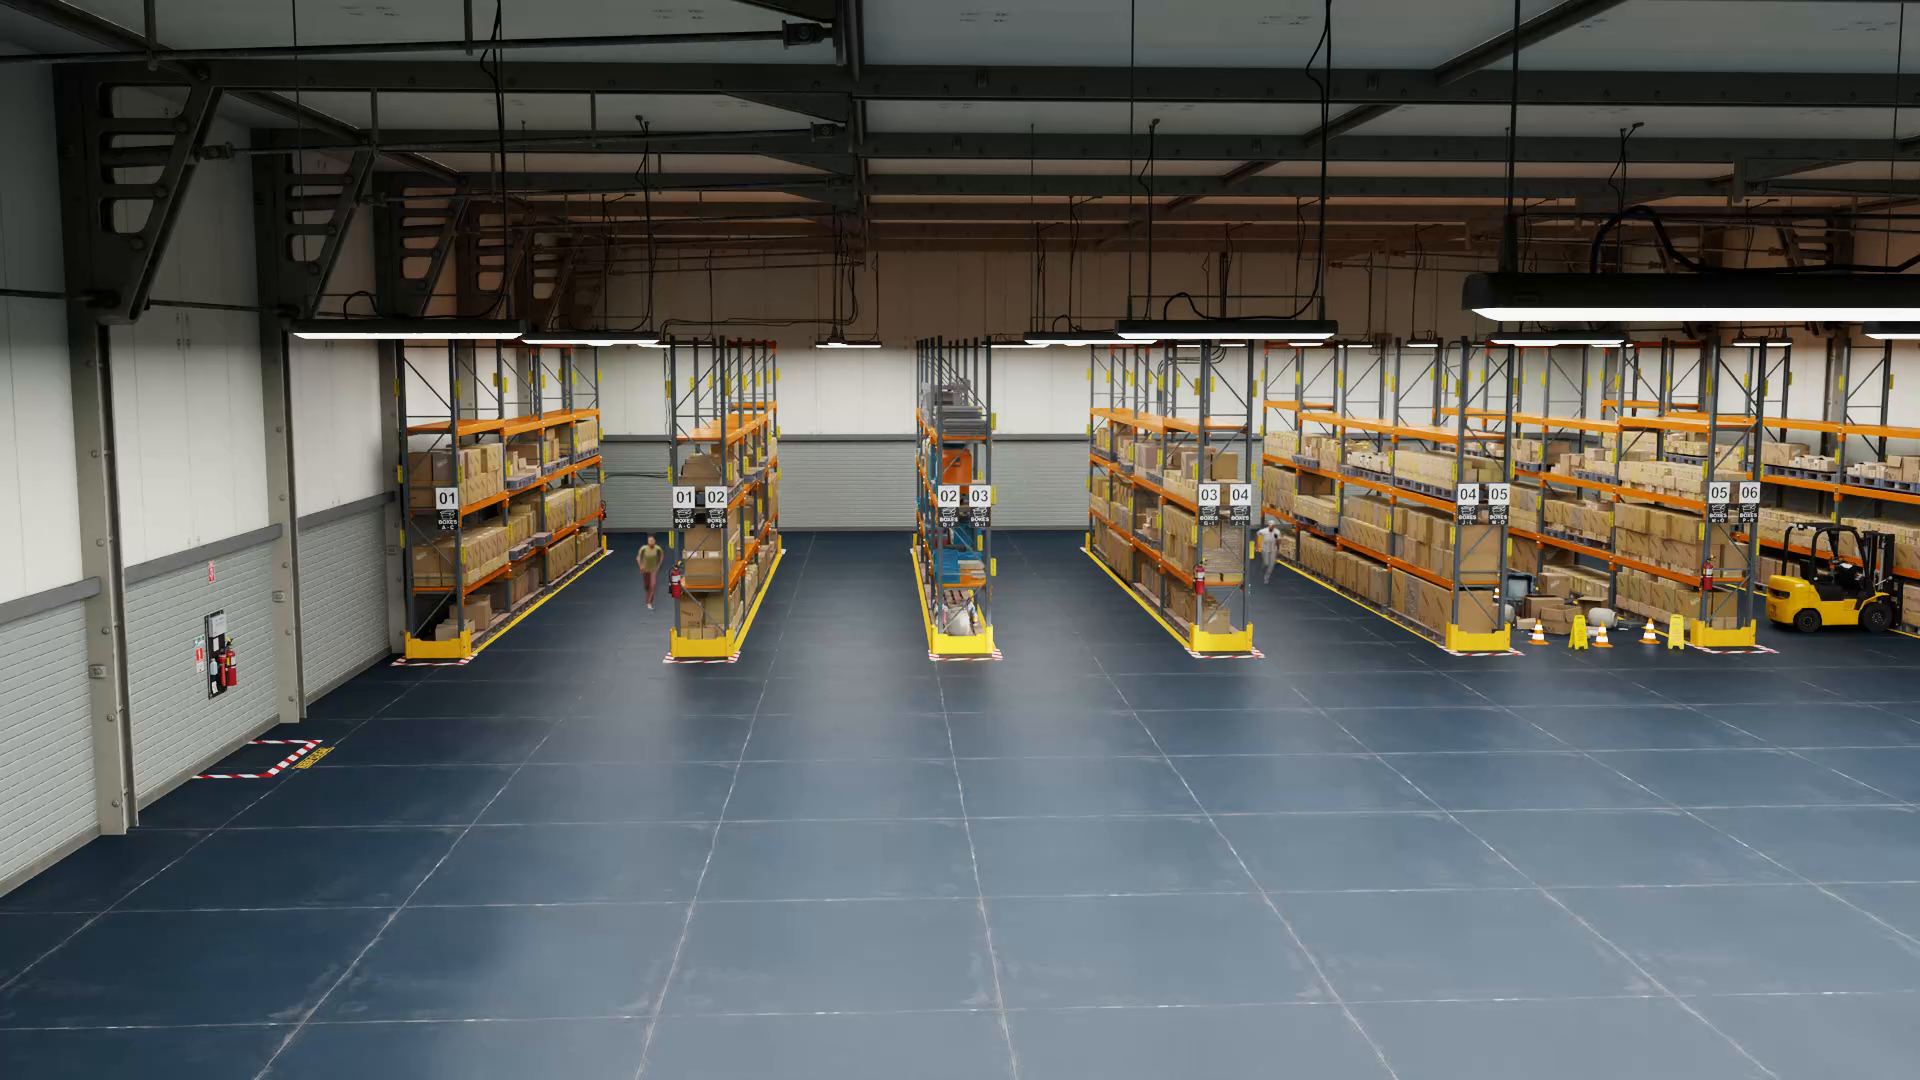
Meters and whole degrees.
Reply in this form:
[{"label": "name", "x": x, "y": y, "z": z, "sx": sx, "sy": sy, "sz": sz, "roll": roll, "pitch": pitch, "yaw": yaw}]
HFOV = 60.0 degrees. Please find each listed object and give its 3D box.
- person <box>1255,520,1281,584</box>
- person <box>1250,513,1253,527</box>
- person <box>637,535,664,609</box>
[{"label": "person", "x": 7.616, "y": 0.296, "z": 40.969, "sx": 0.591, "sy": 1.591, "sz": 0.664, "roll": -1, "pitch": 7, "yaw": -5}, {"label": "person", "x": 7.650, "y": -0.302, "z": 45.308, "sx": 0.666, "sy": 1.791, "sz": 0.968, "roll": 0, "pitch": 6, "yaw": -1}, {"label": "person", "x": -6.945, "y": 0.699, "z": 37.360, "sx": 0.588, "sy": 1.652, "sz": 0.885, "roll": -1, "pitch": 7, "yaw": -9}]
